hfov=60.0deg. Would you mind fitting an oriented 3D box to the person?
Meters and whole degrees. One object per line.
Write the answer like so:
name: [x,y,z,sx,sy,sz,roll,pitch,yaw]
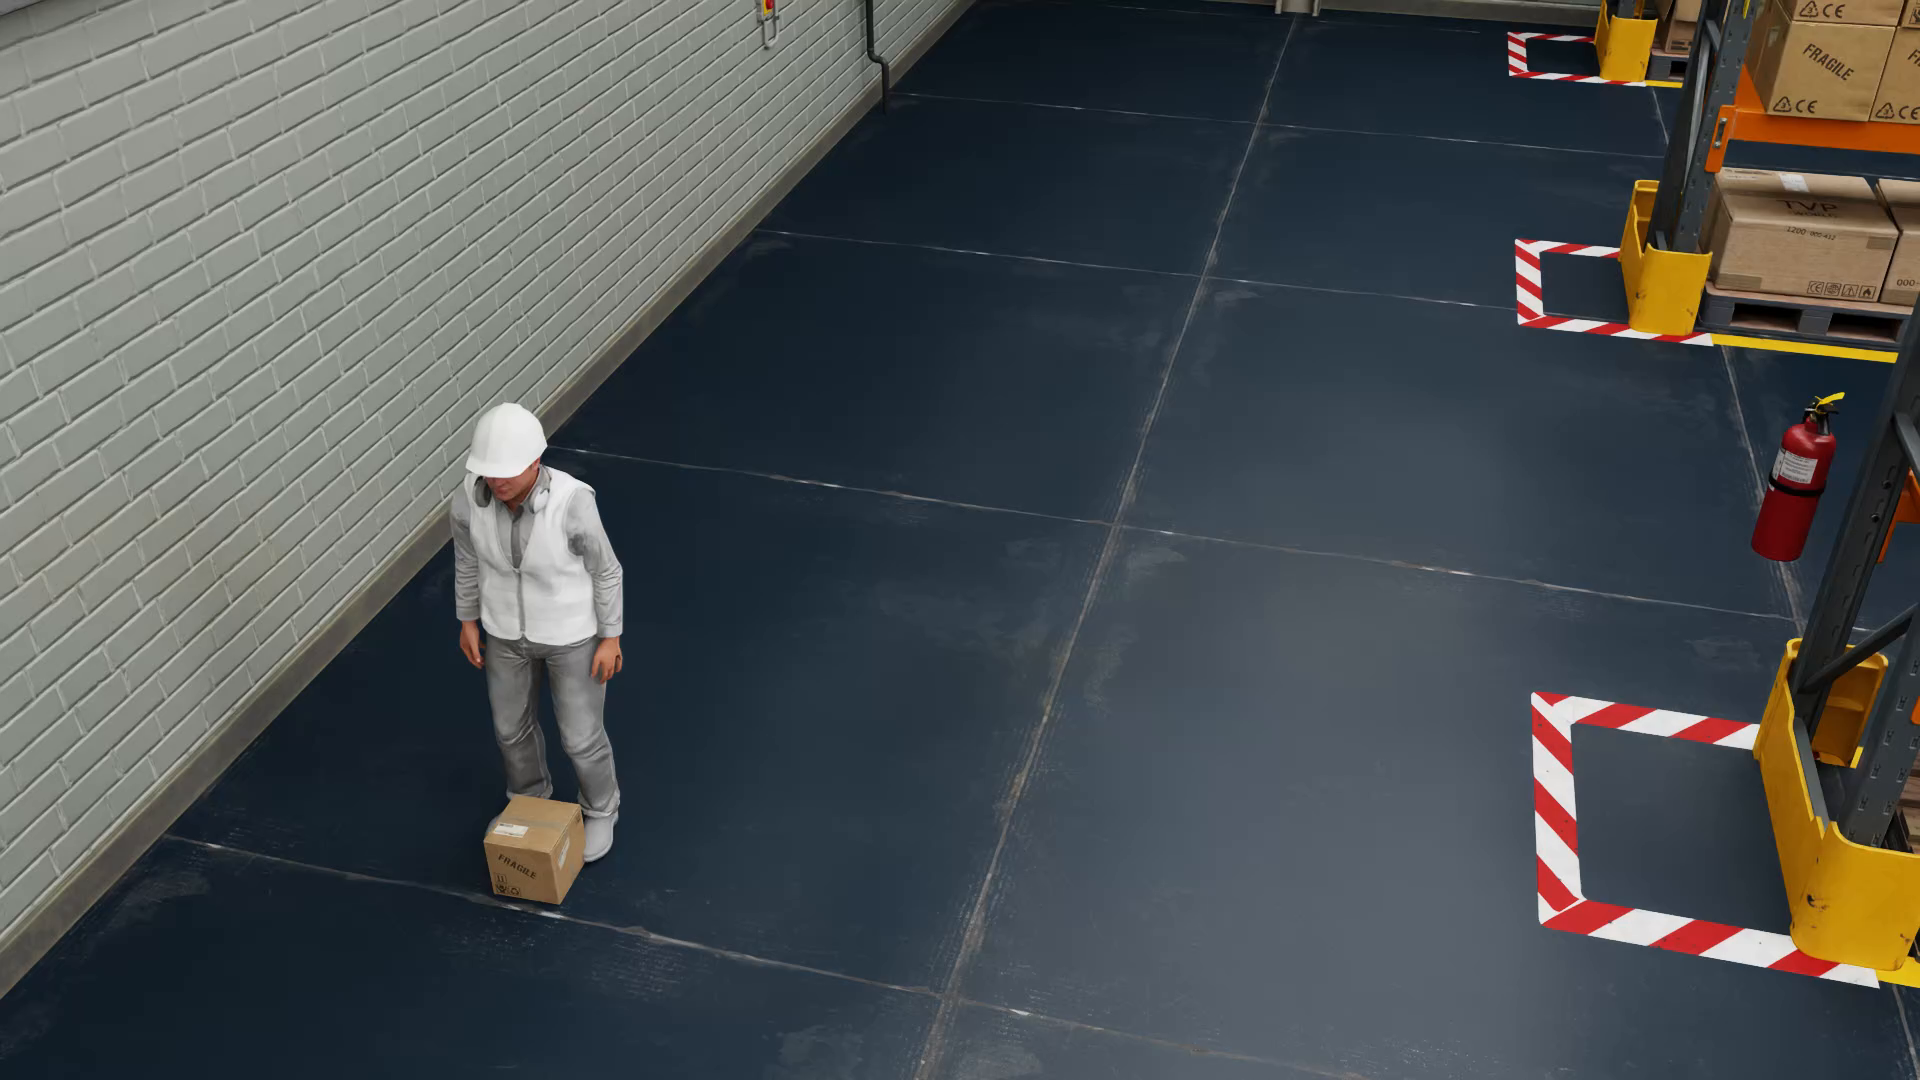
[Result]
person: [-1.419,0.306,5.636,0.590,1.770,0.465,6,33,9]
